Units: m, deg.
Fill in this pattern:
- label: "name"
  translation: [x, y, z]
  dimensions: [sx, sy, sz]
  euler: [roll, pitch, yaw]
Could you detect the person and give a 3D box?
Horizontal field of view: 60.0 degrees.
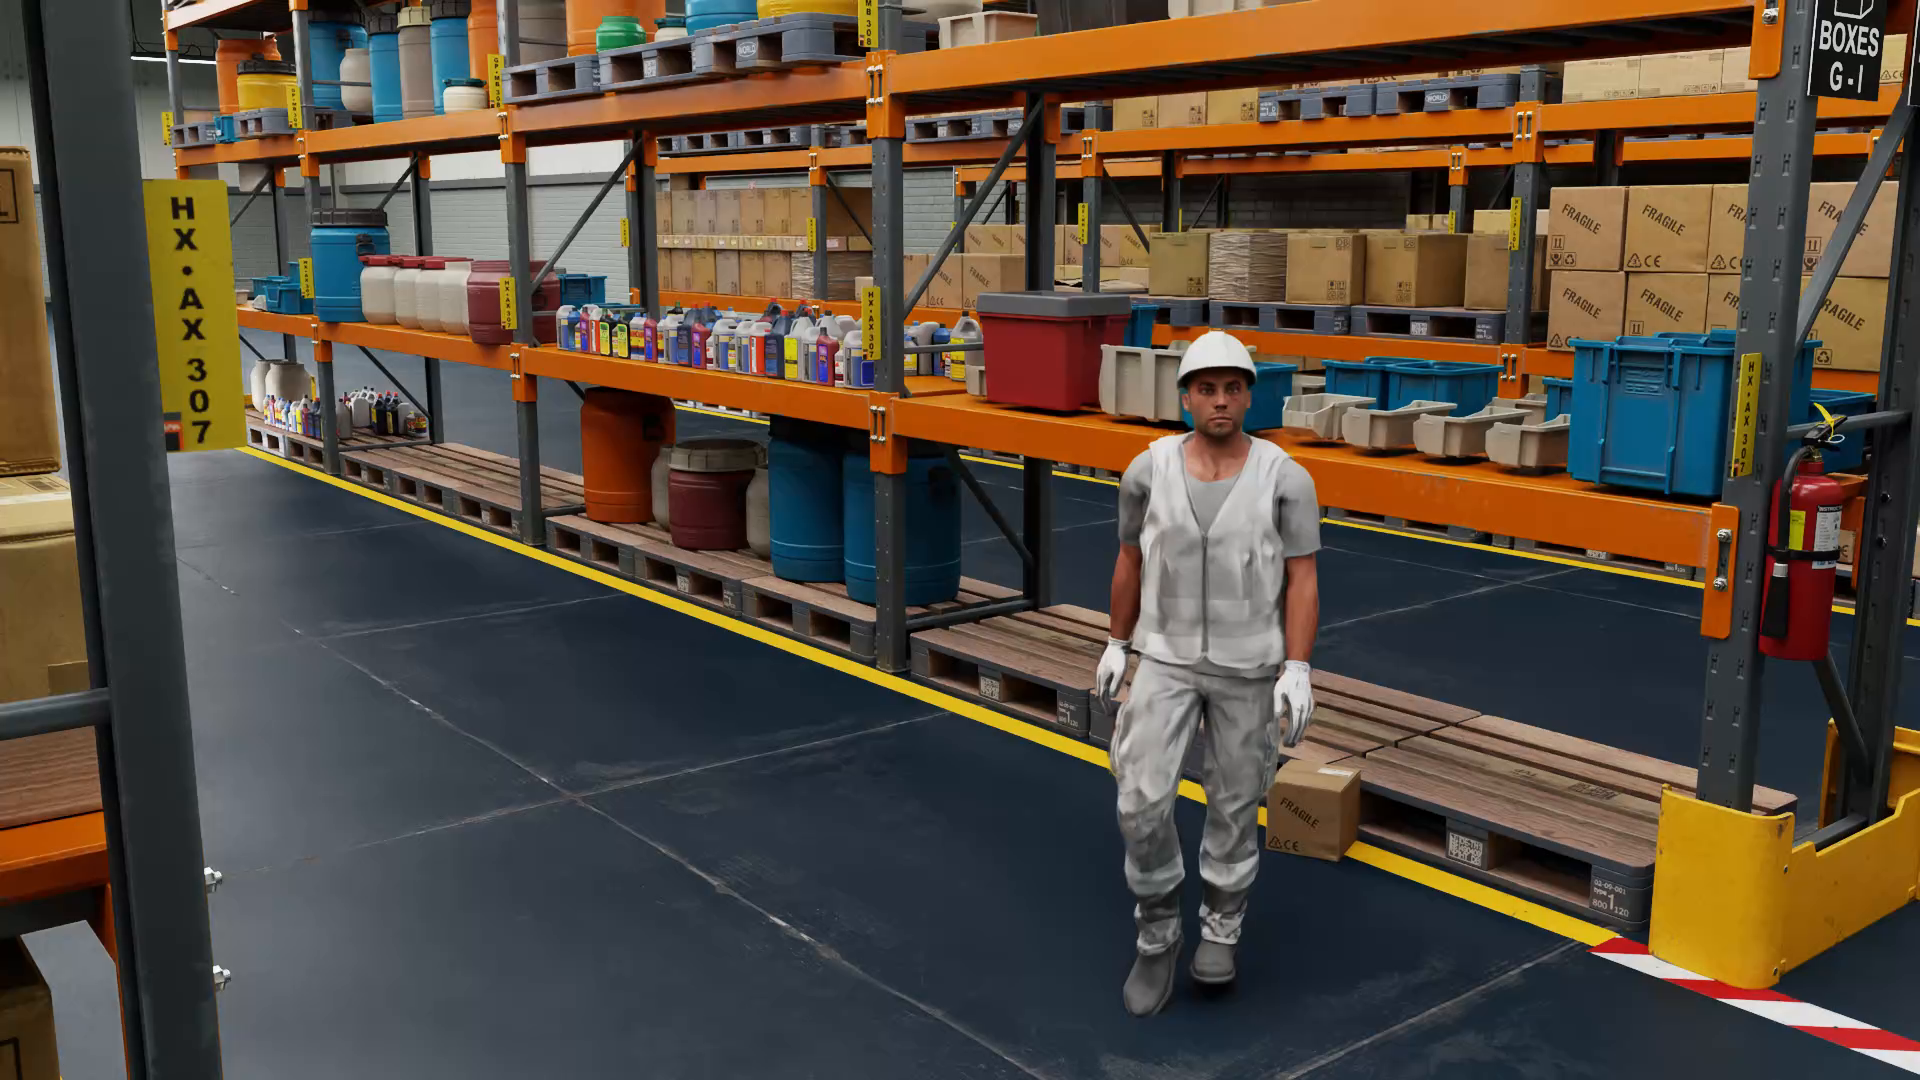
- label: "person"
  translation: [0.641, 0.370, 4.395]
  dimensions: [0.592, 1.834, 0.511]
  euler: [2, 11, 11]
